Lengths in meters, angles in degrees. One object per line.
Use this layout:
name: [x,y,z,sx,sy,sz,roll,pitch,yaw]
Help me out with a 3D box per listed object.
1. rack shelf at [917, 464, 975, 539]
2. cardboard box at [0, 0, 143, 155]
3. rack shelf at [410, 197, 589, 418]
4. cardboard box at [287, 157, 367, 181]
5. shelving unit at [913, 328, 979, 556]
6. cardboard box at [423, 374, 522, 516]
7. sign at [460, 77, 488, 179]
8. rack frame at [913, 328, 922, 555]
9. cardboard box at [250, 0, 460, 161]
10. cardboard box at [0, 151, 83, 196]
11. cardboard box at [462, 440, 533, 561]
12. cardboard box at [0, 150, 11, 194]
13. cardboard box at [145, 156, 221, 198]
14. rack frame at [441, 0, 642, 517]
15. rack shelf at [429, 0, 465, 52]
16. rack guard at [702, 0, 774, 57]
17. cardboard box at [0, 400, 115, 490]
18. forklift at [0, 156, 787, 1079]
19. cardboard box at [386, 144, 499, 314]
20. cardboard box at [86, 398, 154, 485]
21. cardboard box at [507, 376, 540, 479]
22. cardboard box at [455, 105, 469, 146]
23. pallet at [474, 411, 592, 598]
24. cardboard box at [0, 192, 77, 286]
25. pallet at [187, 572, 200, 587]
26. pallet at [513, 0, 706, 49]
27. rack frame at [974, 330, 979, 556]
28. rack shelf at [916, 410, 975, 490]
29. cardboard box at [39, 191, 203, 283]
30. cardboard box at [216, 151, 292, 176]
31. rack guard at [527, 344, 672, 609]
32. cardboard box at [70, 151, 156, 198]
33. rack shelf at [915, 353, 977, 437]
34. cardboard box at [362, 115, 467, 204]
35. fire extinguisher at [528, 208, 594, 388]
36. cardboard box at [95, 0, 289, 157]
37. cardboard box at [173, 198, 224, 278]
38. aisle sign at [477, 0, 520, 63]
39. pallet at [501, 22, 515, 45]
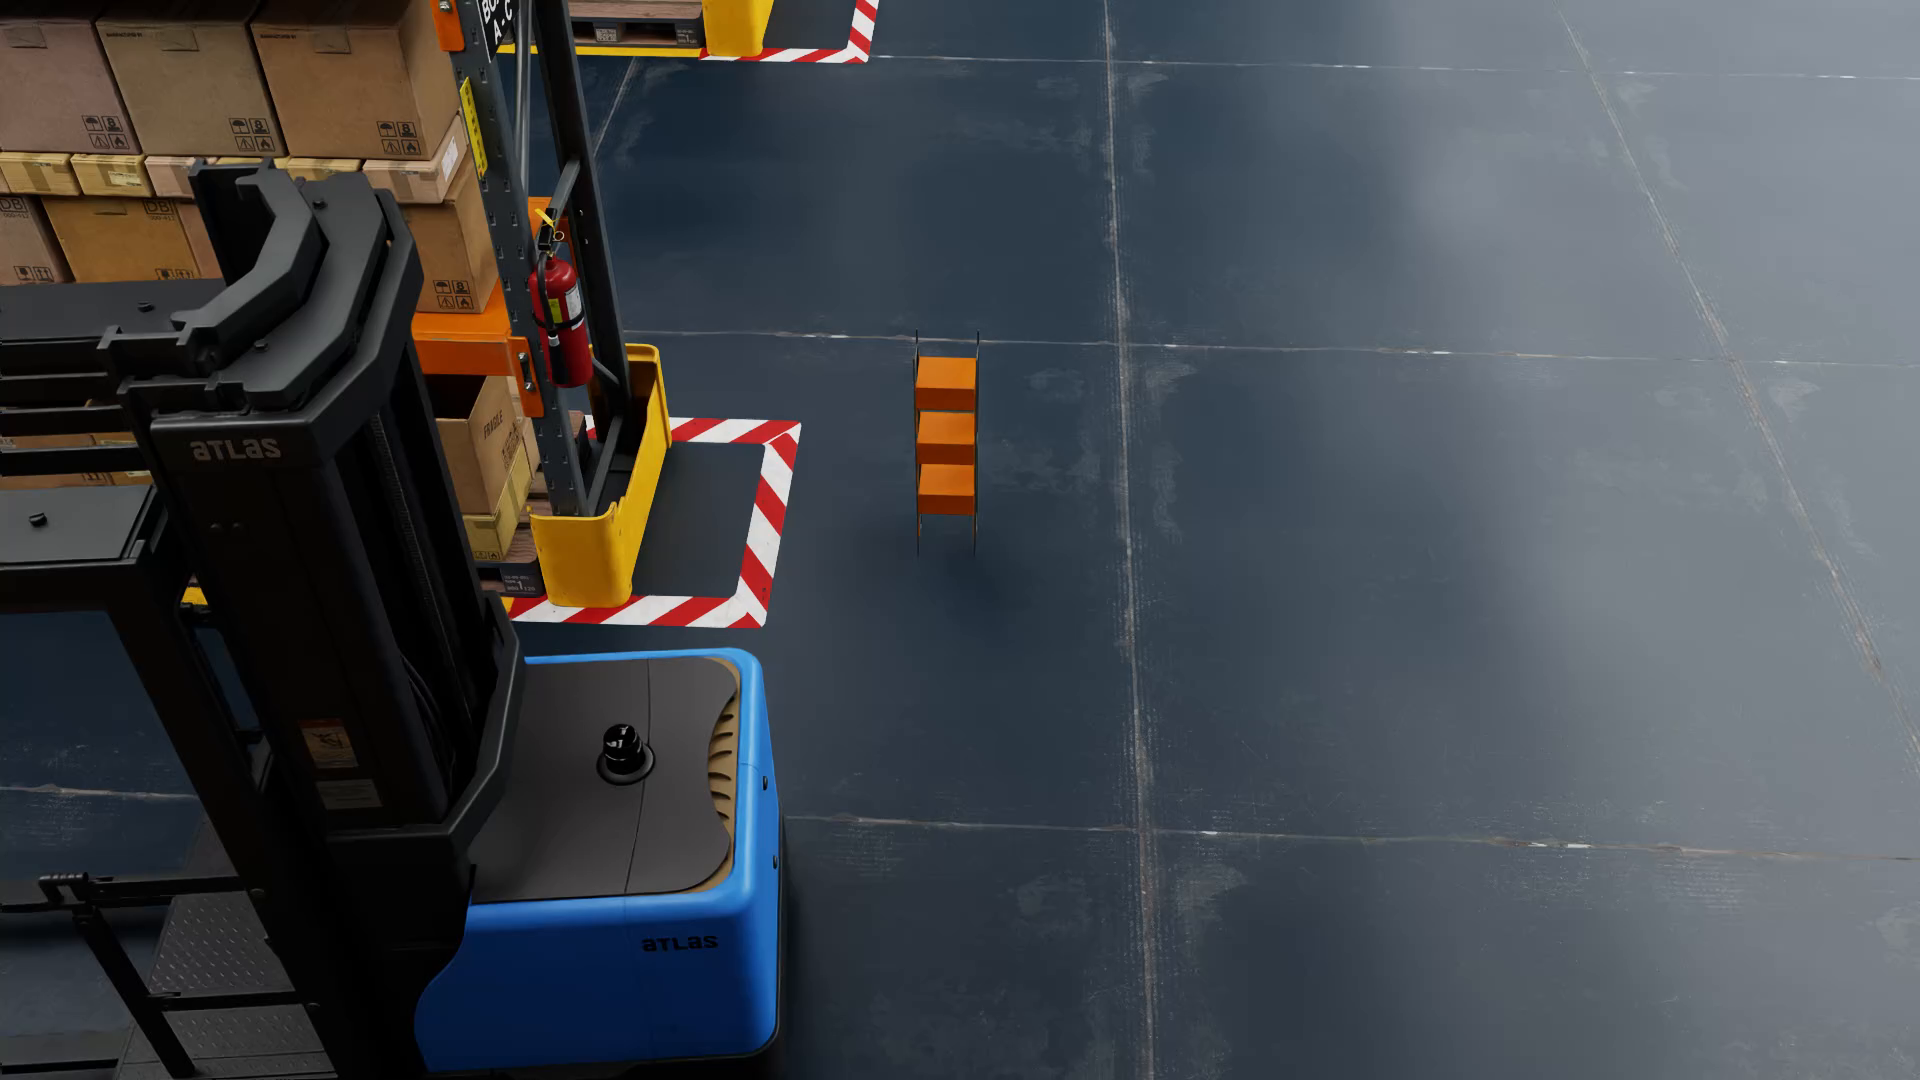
rack shelf: [-0.053,-0.175,7.091,0.240,0.259,0.215,2,43,2]
cardboard box: [-3.110,-1.778,5.933,0.500,0.500,0.700,2,43,2]
rack shelf: [-3.560,-1.013,6.664,4.000,0.370,1.077,2,43,2]
cardboard box: [-2.214,-1.378,5.979,0.250,0.149,0.380,3,43,3]
shelving unit: [-0.053,-0.386,6.894,0.252,1.050,0.215,2,43,2]
cardboard box: [-2.112,-0.450,6.692,0.500,0.500,0.500,2,43,2]
sign: [-1.601,-1.356,5.482,0.005,0.325,0.100,2,43,2]
rack frame: [-0.175,-0.390,6.898,0.008,1.050,0.200,2,43,2]
cardboard box: [-2.081,-1.751,5.903,0.500,0.500,0.700,2,43,2]
cardboard box: [-3.246,-1.409,6.013,0.250,0.149,0.380,3,43,3]
cardboard box: [-2.111,-0.178,6.949,0.500,0.250,0.500,2,43,2]
cardboard box: [-3.502,-1.417,6.021,0.250,0.149,0.380,1,43,1]
cardboard box: [-2.721,-1.395,5.997,0.250,0.149,0.380,2,43,2]
rack frame: [-1.562,-1.215,6.353,0.127,3.000,1.000,2,43,2]
rack shelf: [-3.560,-2.110,5.642,4.000,0.370,1.077,2,43,2]
rack guard: [-1.414,-3.643,10.794,0.348,0.500,1.175,2,43,2]
cardboard box: [-3.611,-0.487,6.732,0.500,0.500,0.500,2,43,2]
forklift: [-2.102,0.446,4.621,3.031,2.935,1.130,-3,43,-3]
cardboard box: [-2.028,-1.274,6.344,0.500,0.500,0.700,2,43,2]
cardboard box: [-3.111,-0.471,6.714,0.500,0.500,0.500,2,43,2]
cardboard box: [-2.088,-0.530,7.328,0.500,0.250,0.500,2,43,2]
cardboard box: [-1.945,-1.647,6.268,0.250,0.149,0.380,1,43,2]
pallet: [-2.328,-0.189,7.298,1.213,0.211,1.003,2,43,2]
cardboard box: [-3.575,-1.320,6.393,0.500,0.500,0.700,3,43,3]
pallet: [-3.544,-0.229,7.341,1.213,0.211,1.003,2,43,2]
pallet: [-2.225,-3.566,10.923,1.213,0.211,1.003,2,43,2]
rack frame: [0.068,-0.382,6.890,0.008,1.050,0.200,2,43,2]
rack shelf: [-0.053,-0.378,6.901,0.240,0.259,0.215,2,43,2]
cardboard box: [-3.049,-1.306,6.378,0.500,0.500,0.700,2,43,2]
cardboard box: [-2.470,-1.385,5.987,0.250,0.149,0.380,1,43,1]
rack guard: [-1.538,-0.299,7.205,0.348,0.500,1.175,2,43,2]
cardboard box: [-2.983,-1.402,6.006,0.250,0.149,0.380,3,43,3]
rack shelf: [-0.053,-0.586,6.708,0.240,0.259,0.215,2,43,2]
cardboard box: [-1.953,-1.371,5.971,0.250,0.149,0.380,1,43,1]
fire extinguisher: [-1.465,-0.866,6.036,0.183,0.674,0.296,2,43,2]
cardboard box: [-2.607,-1.763,5.917,0.500,0.500,0.700,1,43,1]
cardboard box: [-2.553,-1.287,6.358,0.500,0.500,0.700,3,43,3]
aisle sign: [-1.510,-1.964,5.250,0.004,0.787,0.394,2,43,2]
pallet: [-3.440,-3.605,10.965,1.213,0.211,1.003,2,43,2]
